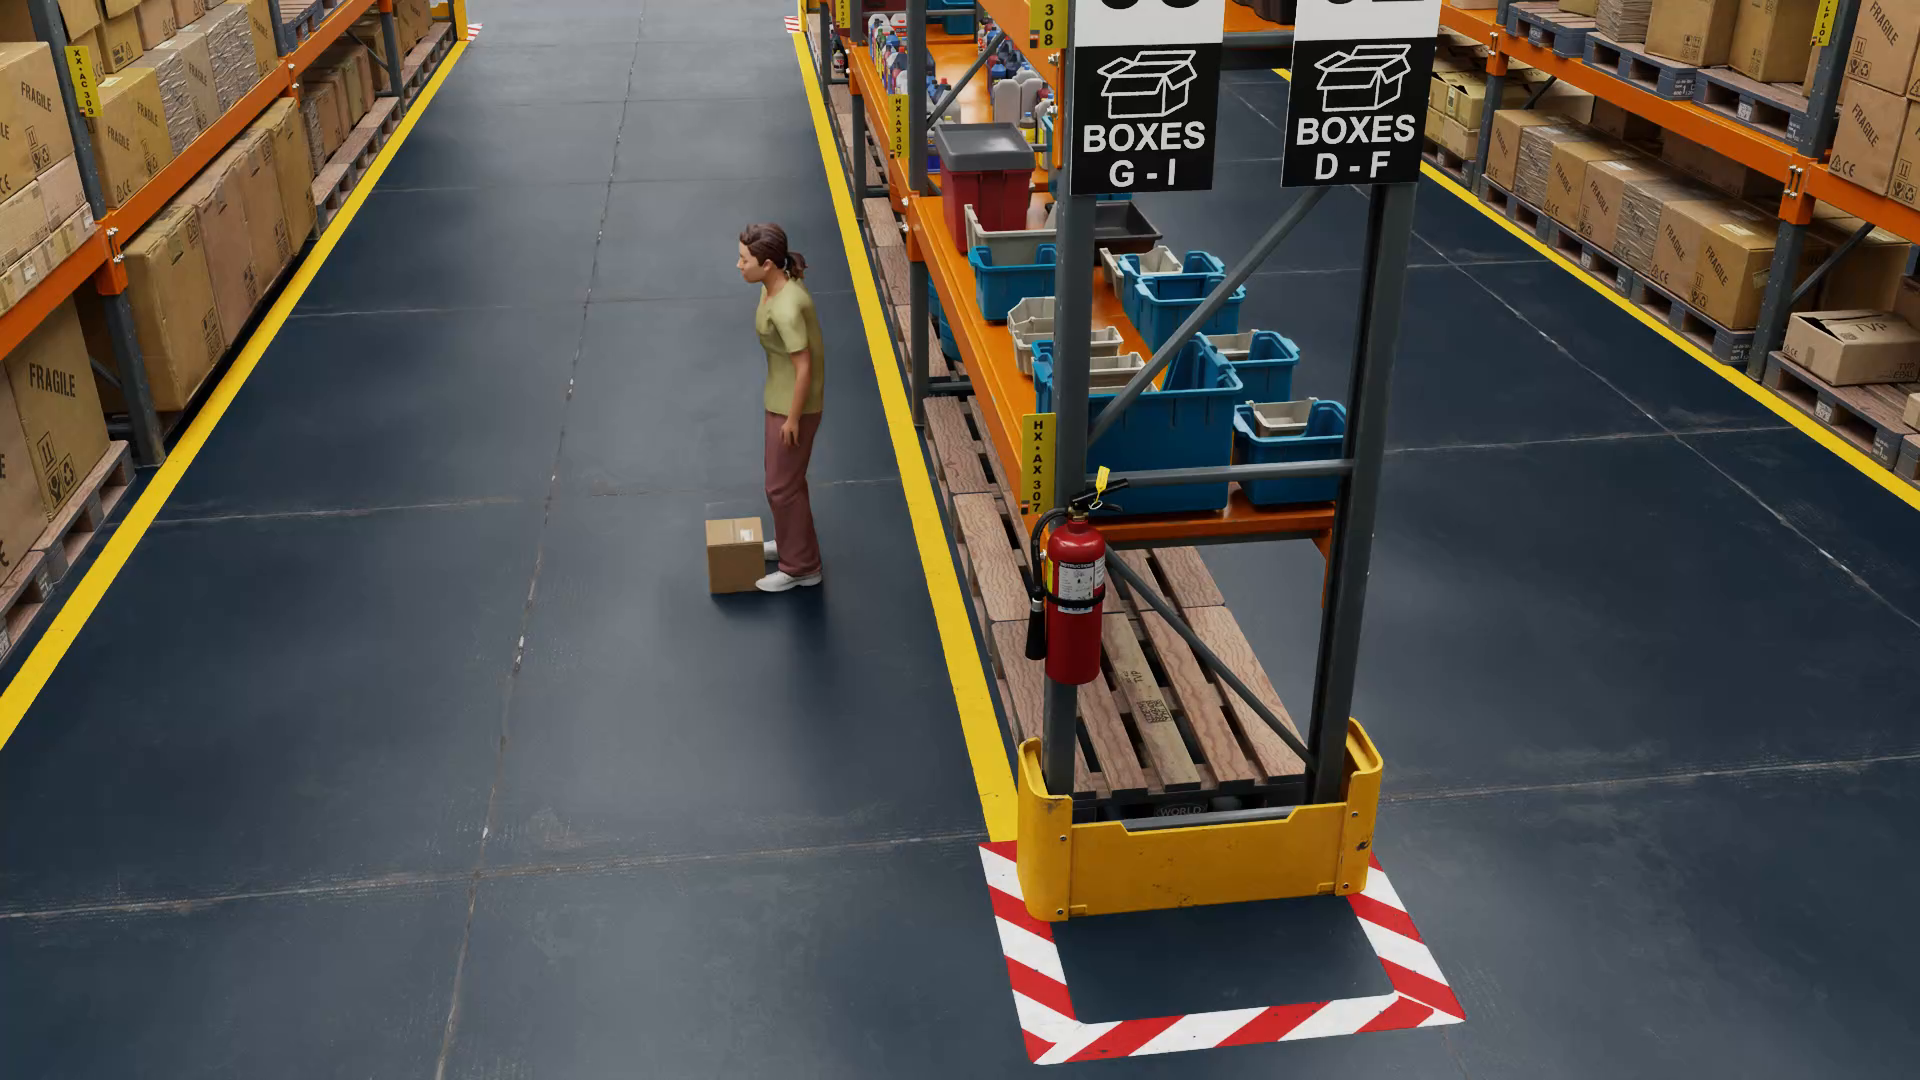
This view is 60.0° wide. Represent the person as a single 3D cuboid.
[{"bbox_3d":[-0.776,-0.580,7.248,0.347,1.671,0.511,-5,28,-10],"label":"person"}]
